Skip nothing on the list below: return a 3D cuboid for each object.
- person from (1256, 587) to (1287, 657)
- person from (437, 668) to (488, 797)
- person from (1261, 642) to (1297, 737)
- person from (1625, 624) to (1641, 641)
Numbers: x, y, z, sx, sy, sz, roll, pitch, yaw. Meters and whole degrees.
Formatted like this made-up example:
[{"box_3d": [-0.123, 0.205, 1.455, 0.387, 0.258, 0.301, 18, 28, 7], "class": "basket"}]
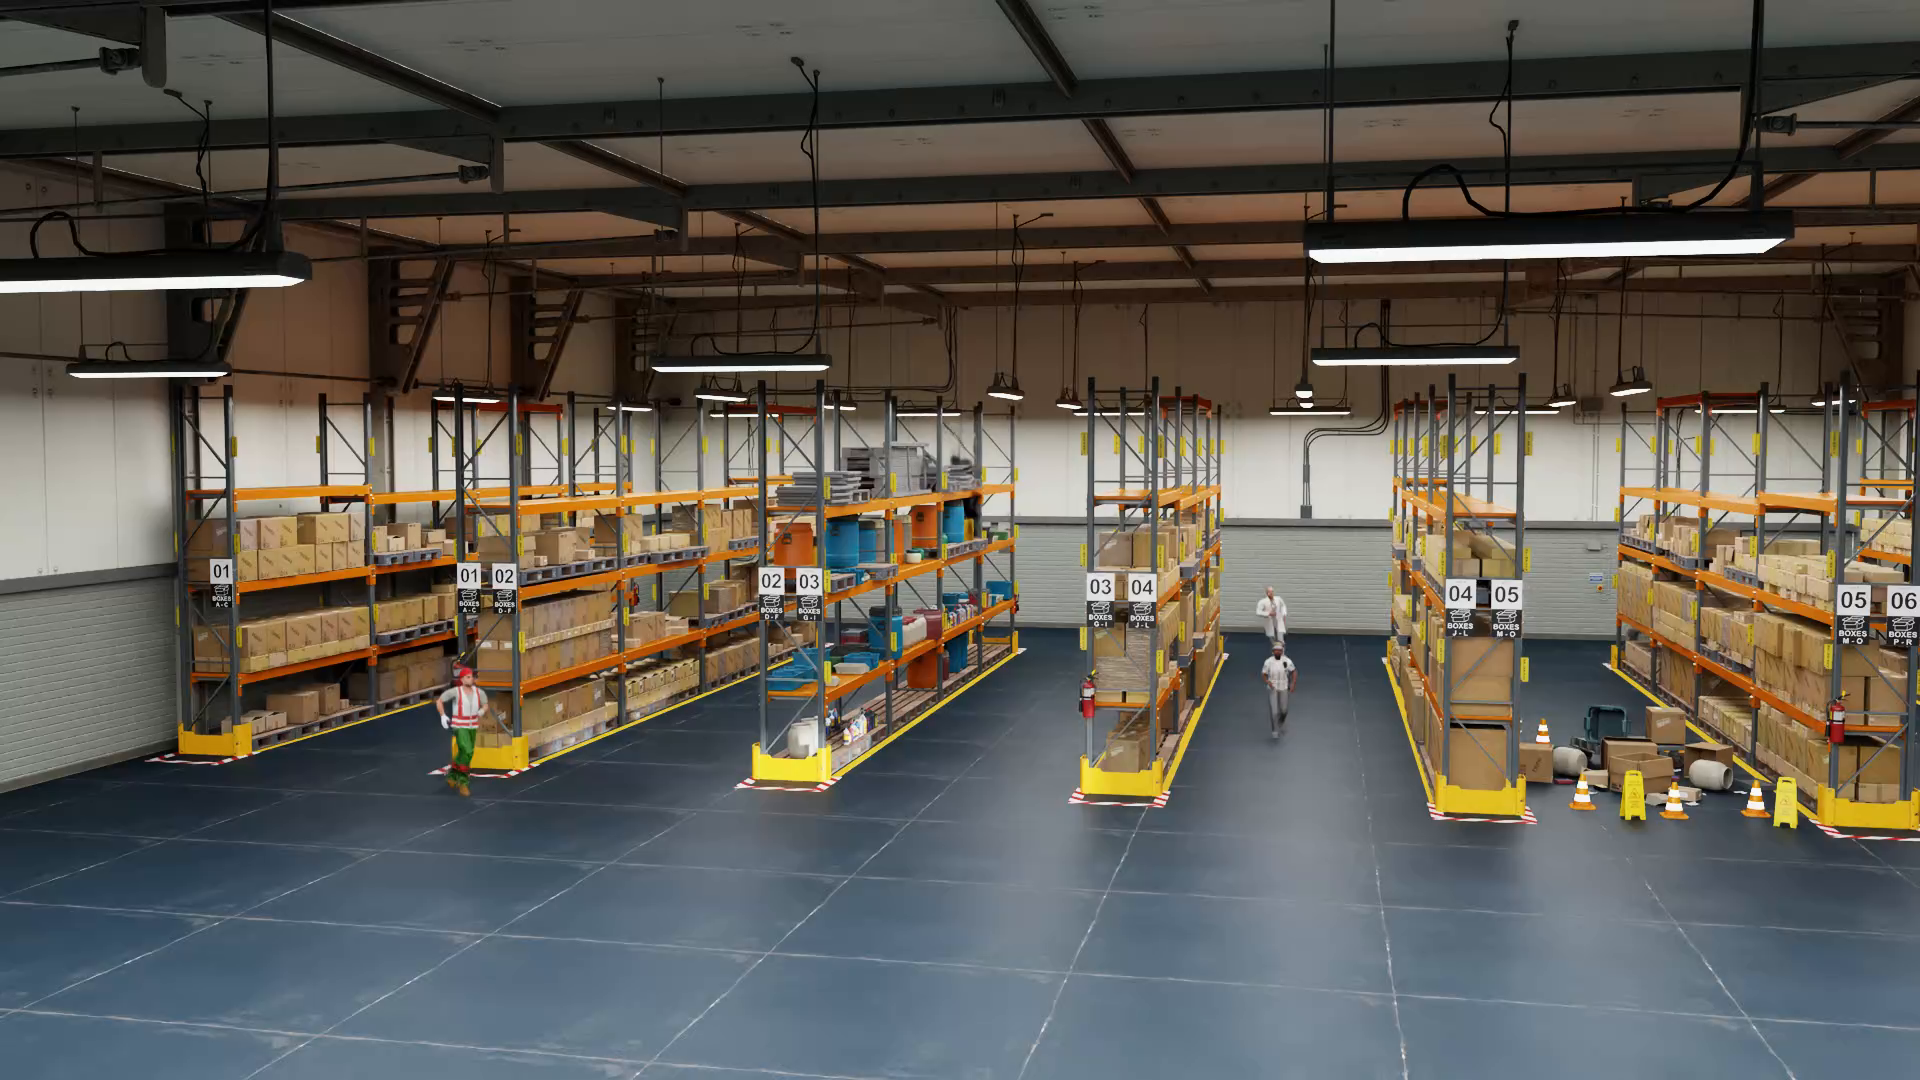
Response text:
[{"box_3d": [7.207, 1.967, 38.449, 0.726, 1.766, 1.011, 0, 3, 0], "class": "person"}, {"box_3d": [-7.190, 2.762, 24.149, 0.724, 1.829, 0.674, 2, 4, 38], "class": "person"}, {"box_3d": [5.494, 2.573, 28.615, 0.608, 1.658, 0.570, 0, 3, 6], "class": "person"}, {"box_3d": [15.764, 2.017, 38.778, 0.546, 1.612, 0.649, 3, 4, 38], "class": "person"}]
